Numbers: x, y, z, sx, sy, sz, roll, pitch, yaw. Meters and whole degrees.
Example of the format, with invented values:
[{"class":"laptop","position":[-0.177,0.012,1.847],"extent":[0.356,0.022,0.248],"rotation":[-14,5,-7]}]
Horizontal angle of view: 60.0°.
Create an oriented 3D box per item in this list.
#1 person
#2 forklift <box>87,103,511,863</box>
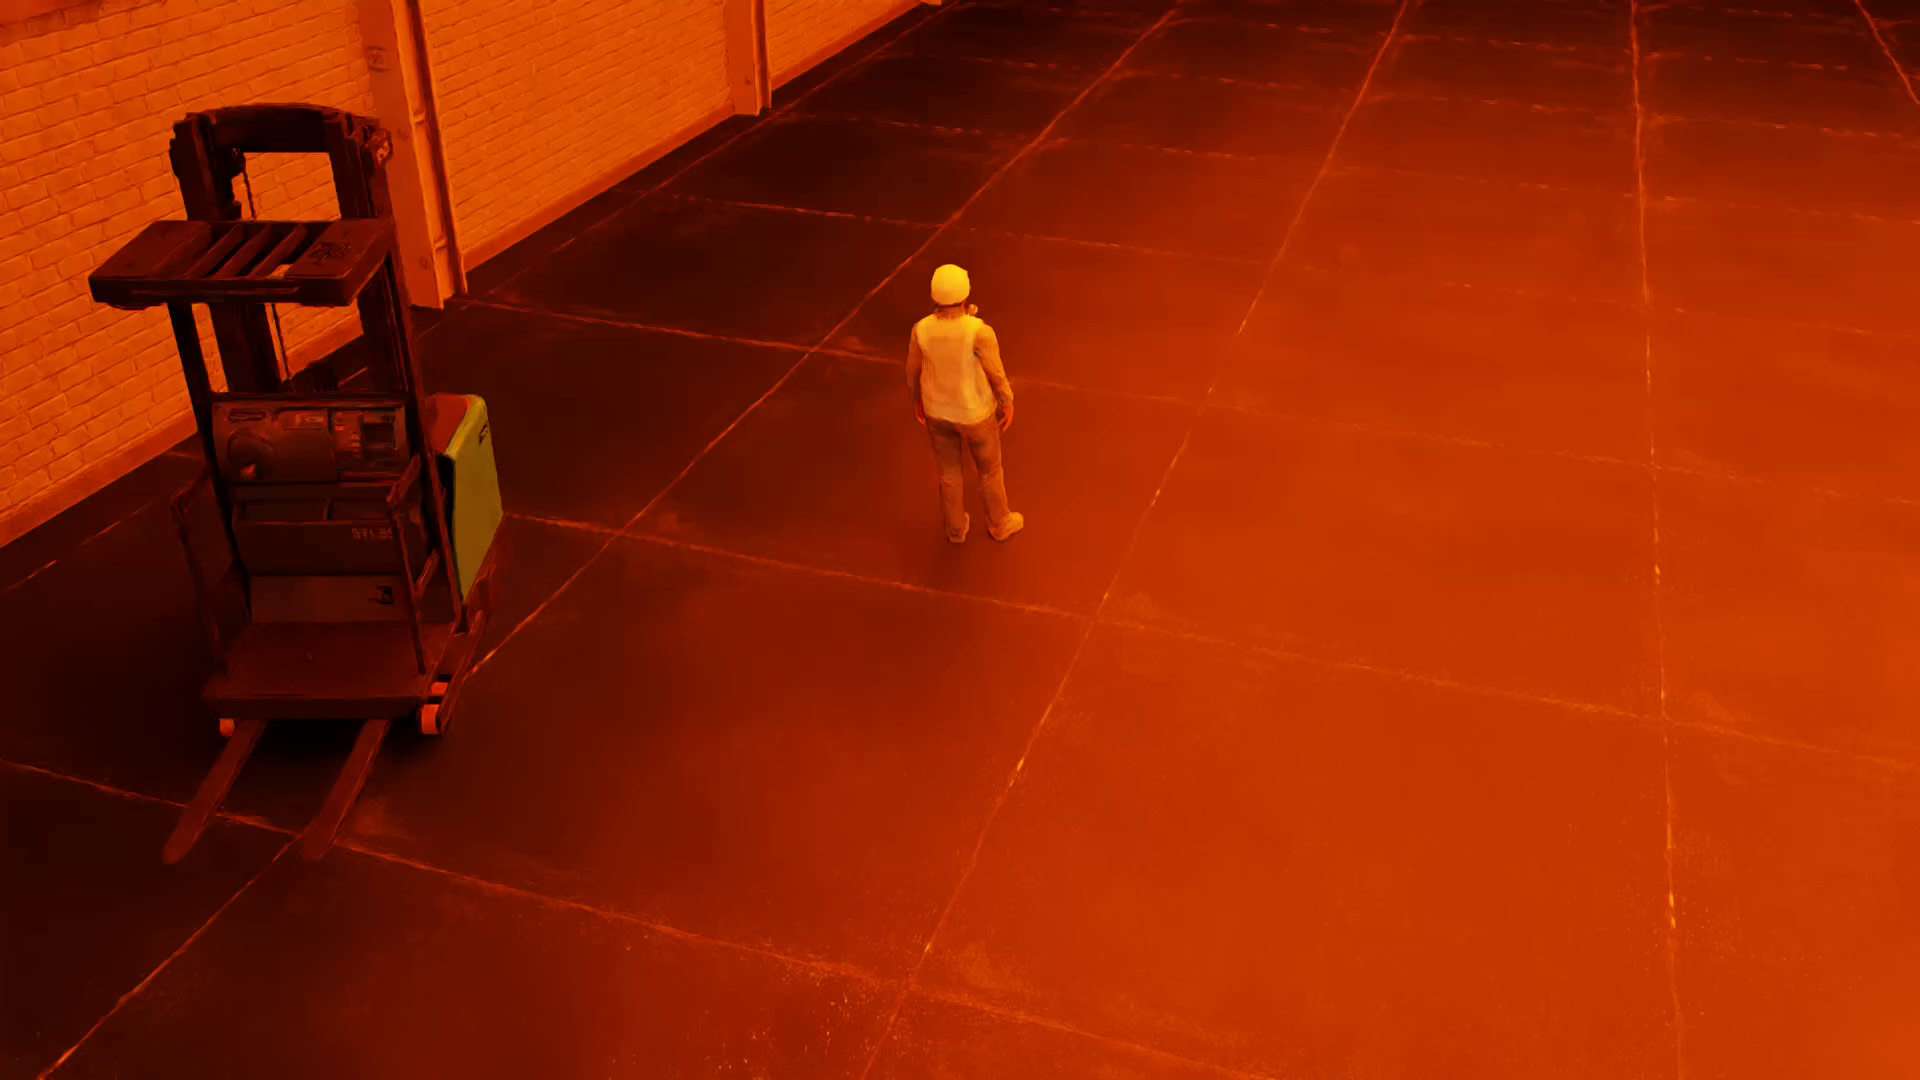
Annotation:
[{"class":"person","position":[0.028,-0.805,9.702],"extent":[0.632,1.773,0.567],"rotation":[10,31,16]},{"class":"forklift","position":[-3.151,-0.438,7.905],"extent":[1.130,2.935,3.031],"rotation":[-1,30,-1]}]
